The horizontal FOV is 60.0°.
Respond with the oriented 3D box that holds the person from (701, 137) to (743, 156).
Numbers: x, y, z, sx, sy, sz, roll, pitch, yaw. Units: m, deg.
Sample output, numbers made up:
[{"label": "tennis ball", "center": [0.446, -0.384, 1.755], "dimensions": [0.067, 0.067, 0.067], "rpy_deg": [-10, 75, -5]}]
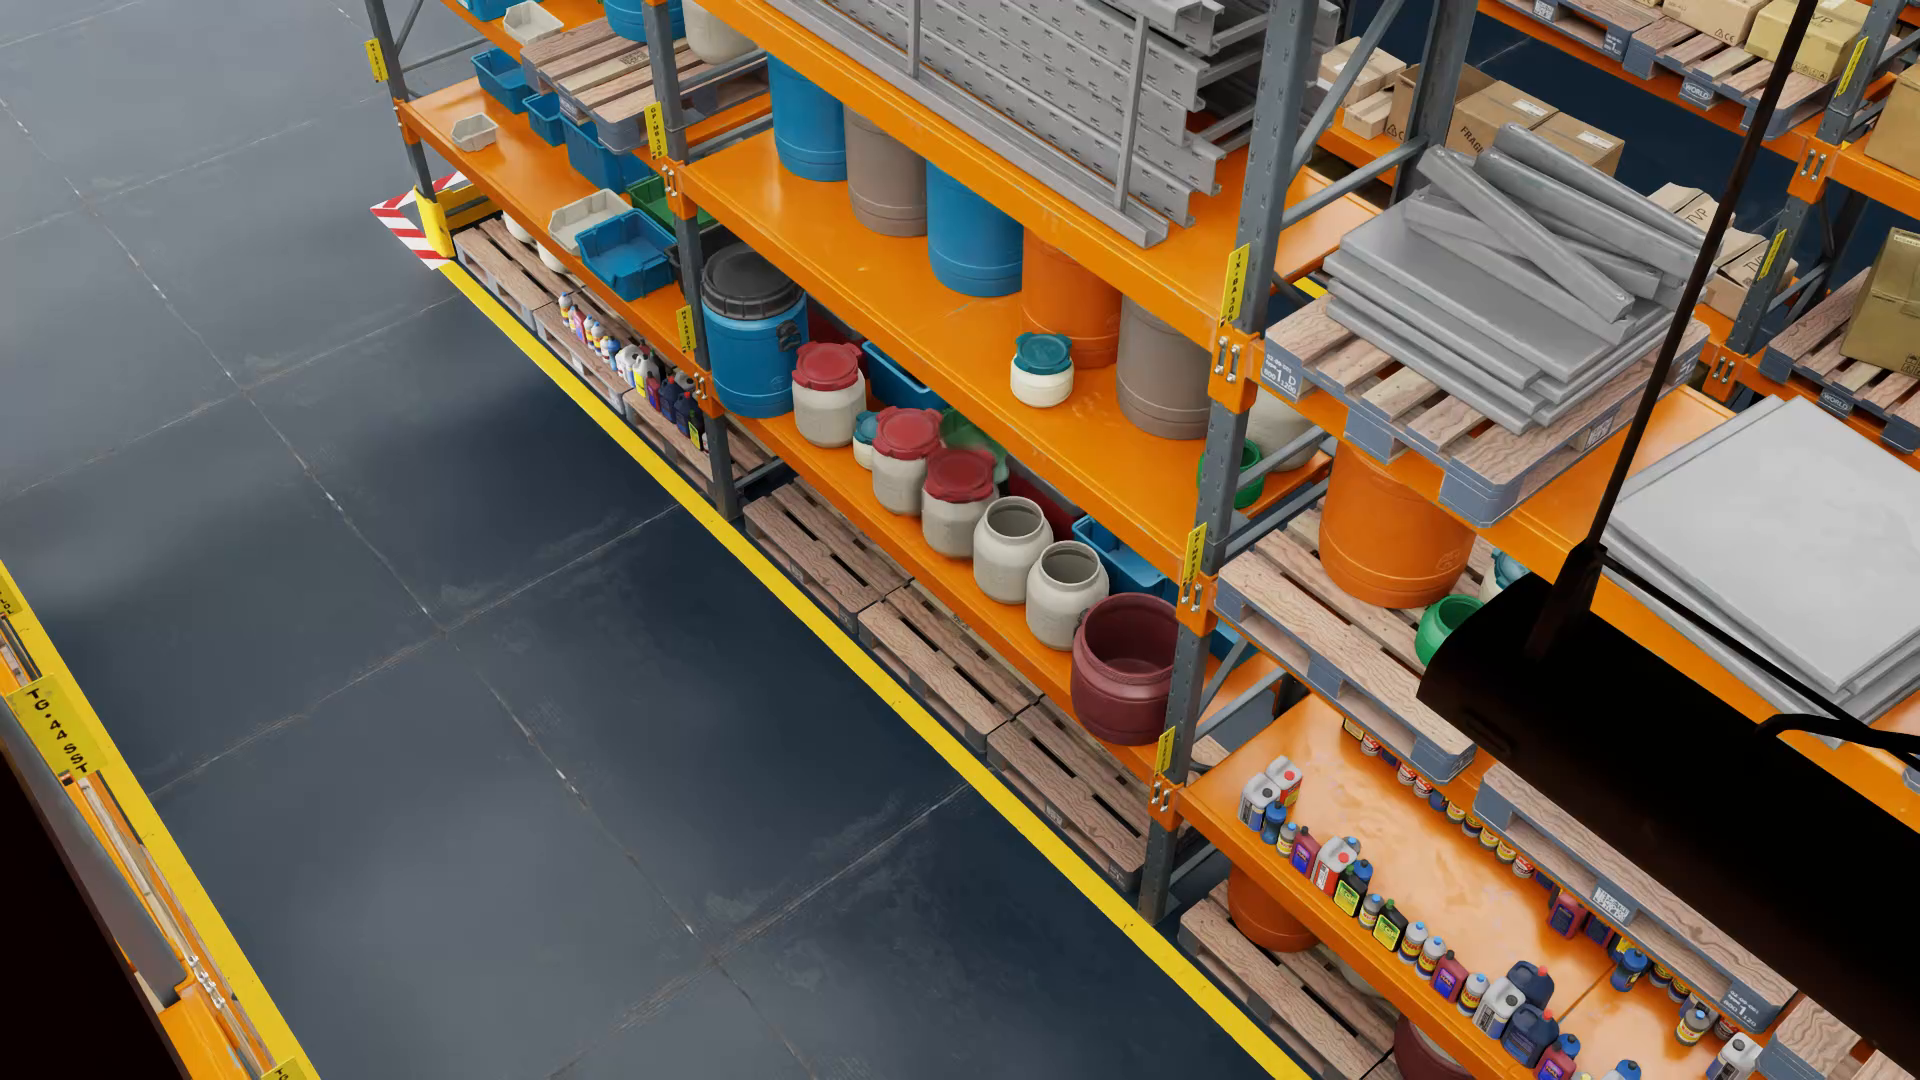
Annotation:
[{"label": "person", "center": [-2.045, -3.788, 13.381], "dimensions": [0.750, 1.815, 0.691], "rpy_deg": [15, 48, 14]}]
